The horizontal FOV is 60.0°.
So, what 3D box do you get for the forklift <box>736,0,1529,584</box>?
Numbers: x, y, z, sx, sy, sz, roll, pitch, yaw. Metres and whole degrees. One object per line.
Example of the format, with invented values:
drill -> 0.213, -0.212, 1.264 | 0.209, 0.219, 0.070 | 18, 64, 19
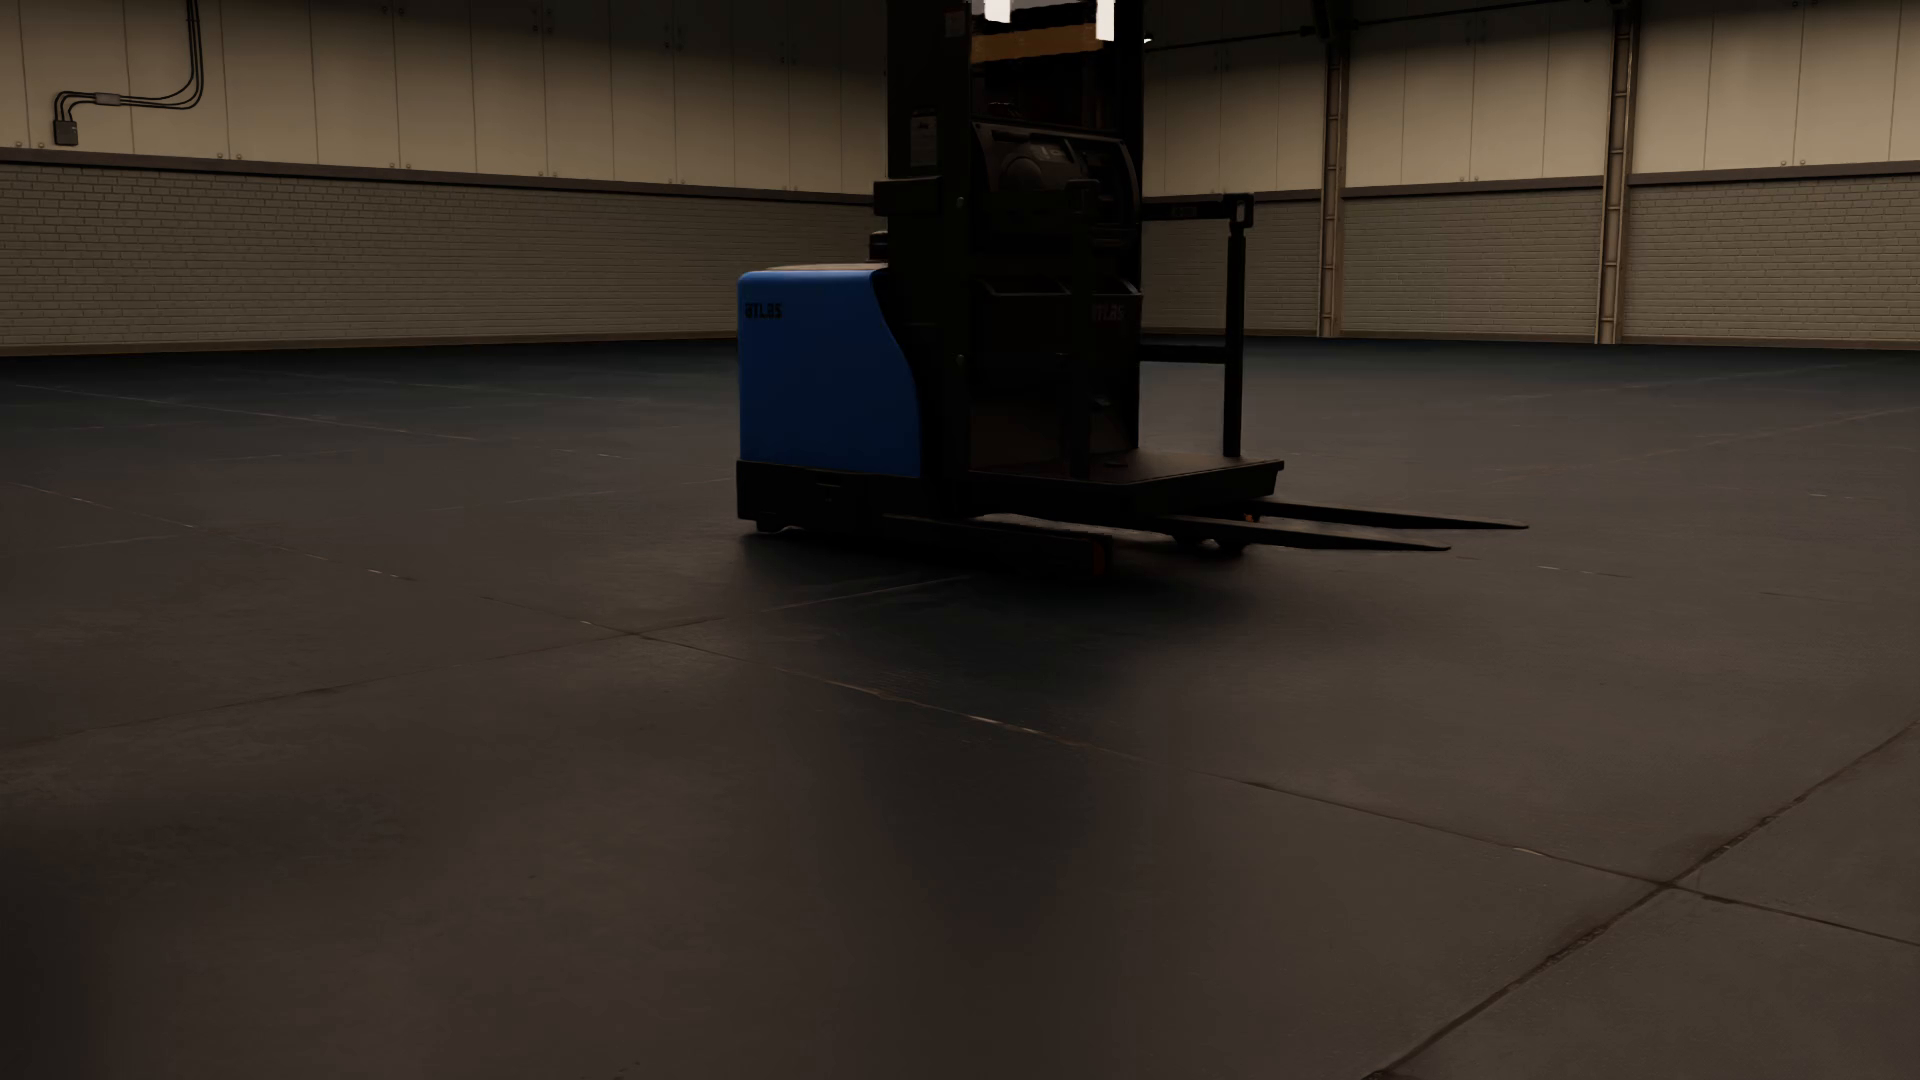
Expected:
forklift -> 0.529, -1.385, 6.075 | 3.031, 2.935, 1.130 | 7, 11, 40
